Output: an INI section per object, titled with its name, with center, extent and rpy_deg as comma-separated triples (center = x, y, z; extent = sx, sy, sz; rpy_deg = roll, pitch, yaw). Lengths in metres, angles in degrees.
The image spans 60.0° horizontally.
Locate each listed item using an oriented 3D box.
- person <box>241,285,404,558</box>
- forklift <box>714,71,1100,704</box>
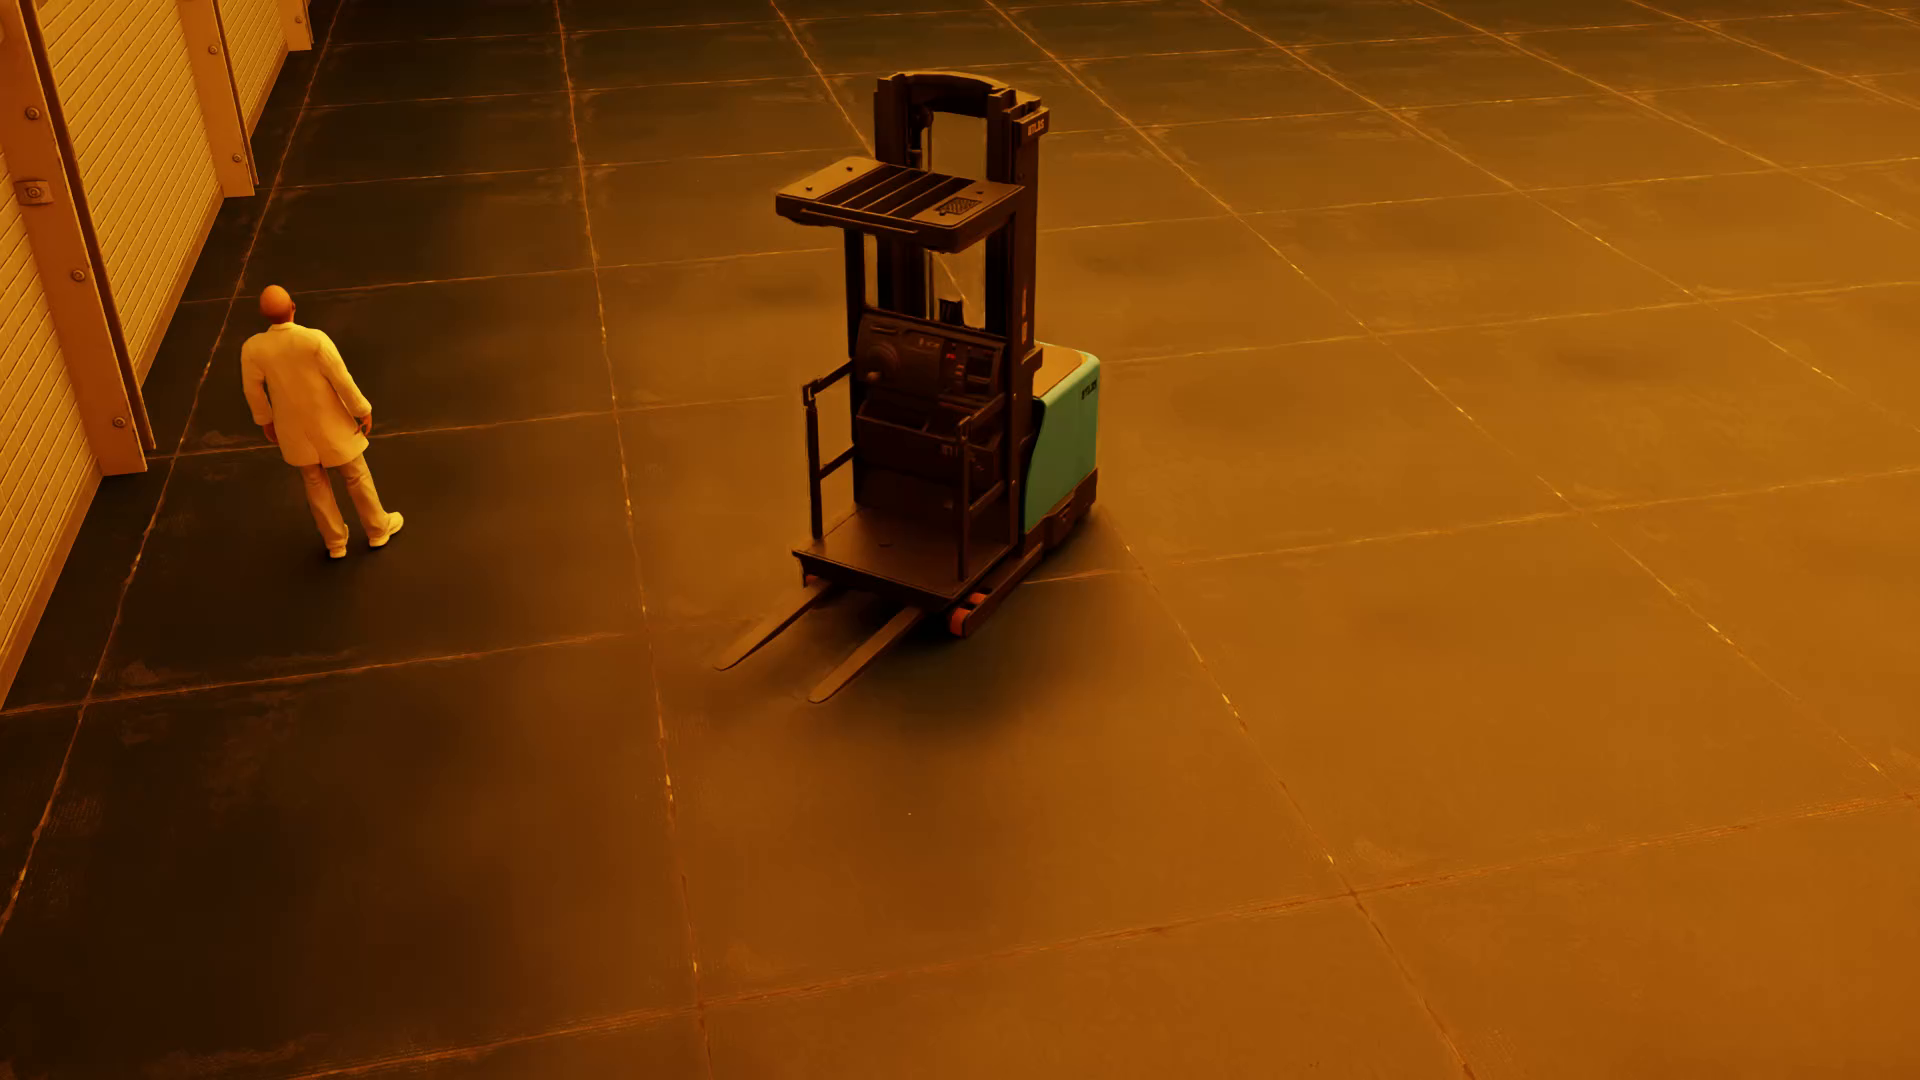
[person]
center = -3.863, -0.746, 10.001
extent = 0.698, 1.778, 0.582
rpy_deg = -2, 30, -3
[forklift]
center = -0.281, -0.972, 9.254
extent = 1.130, 2.935, 3.031
rpy_deg = 16, 34, 25
